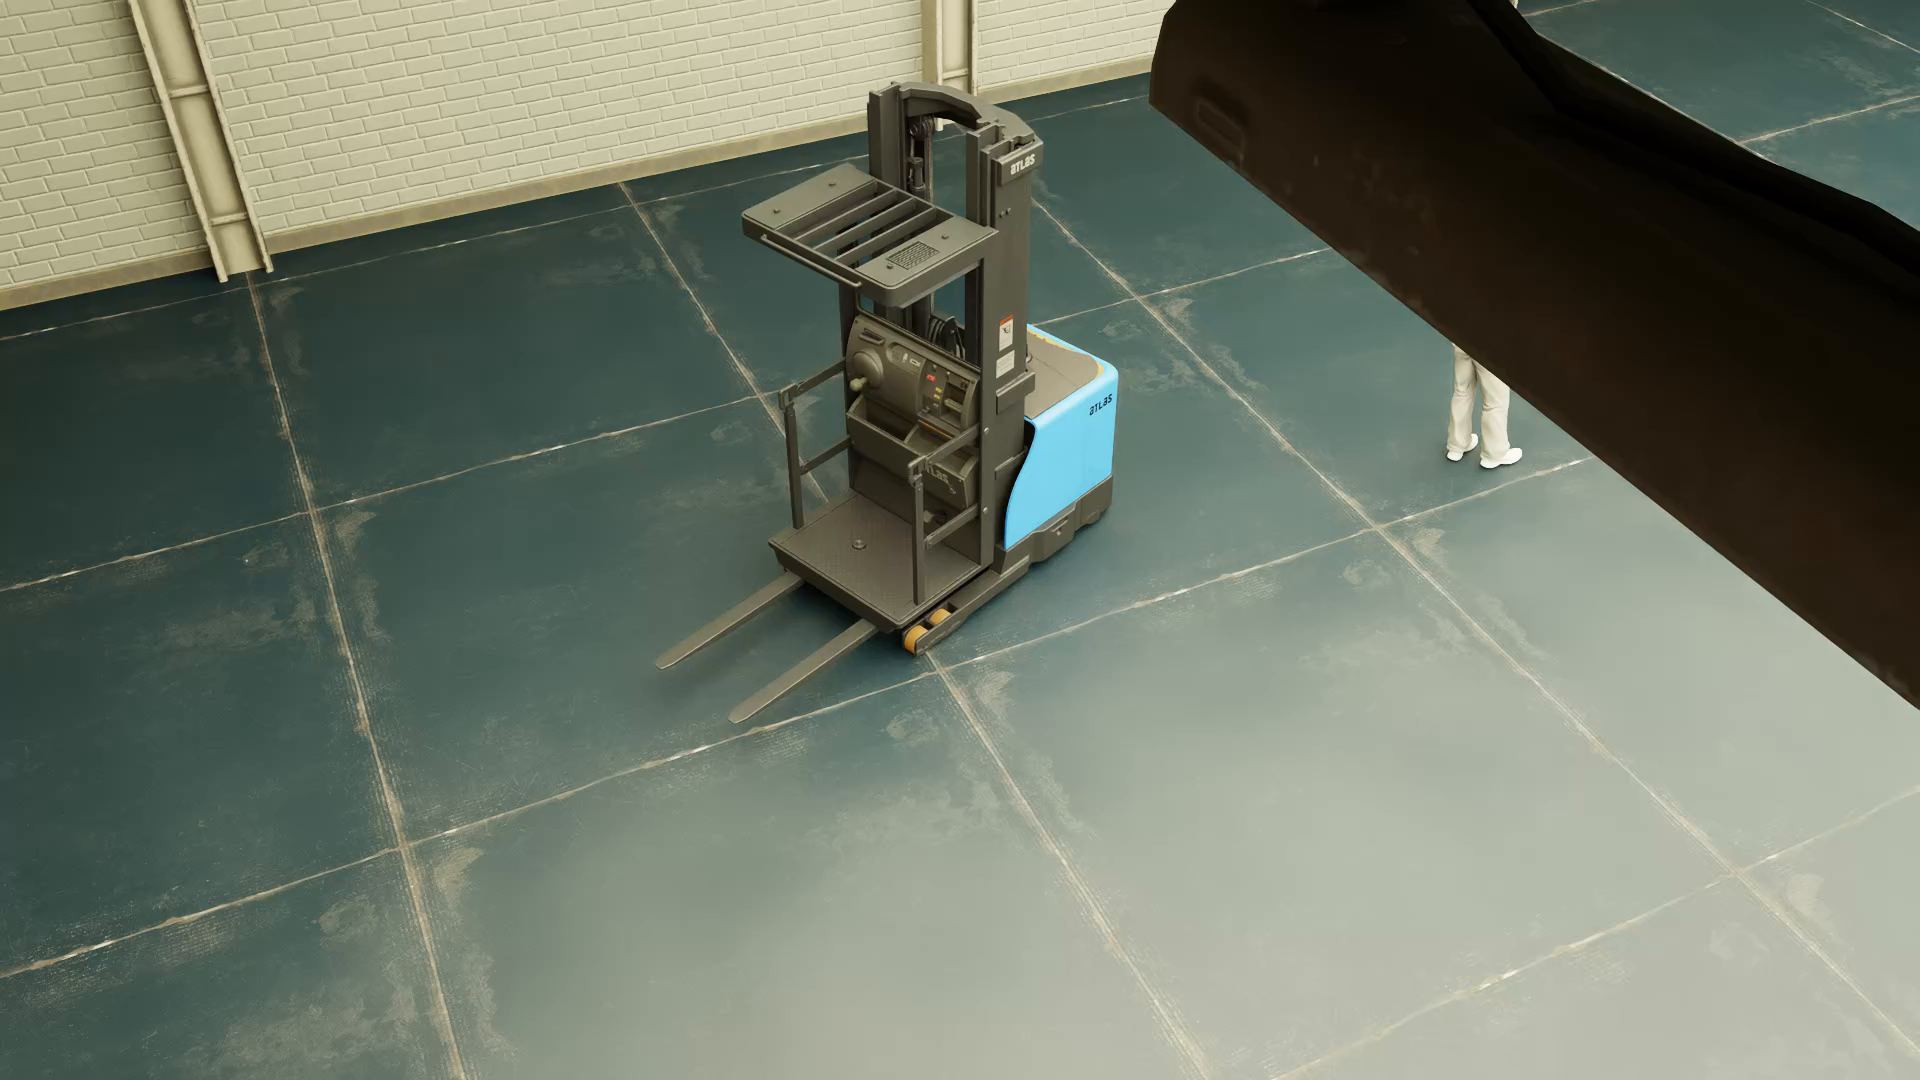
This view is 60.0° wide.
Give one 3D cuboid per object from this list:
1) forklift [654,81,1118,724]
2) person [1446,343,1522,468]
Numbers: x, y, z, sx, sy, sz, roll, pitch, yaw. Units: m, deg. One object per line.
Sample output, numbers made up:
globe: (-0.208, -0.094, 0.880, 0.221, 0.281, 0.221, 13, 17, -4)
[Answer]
forklift: (-0.413, -0.839, 9.021, 1.130, 2.935, 3.031, 31, 49, 31)
person: (3.326, -1.218, 10.444, 0.548, 1.673, 0.550, -25, 46, -27)
